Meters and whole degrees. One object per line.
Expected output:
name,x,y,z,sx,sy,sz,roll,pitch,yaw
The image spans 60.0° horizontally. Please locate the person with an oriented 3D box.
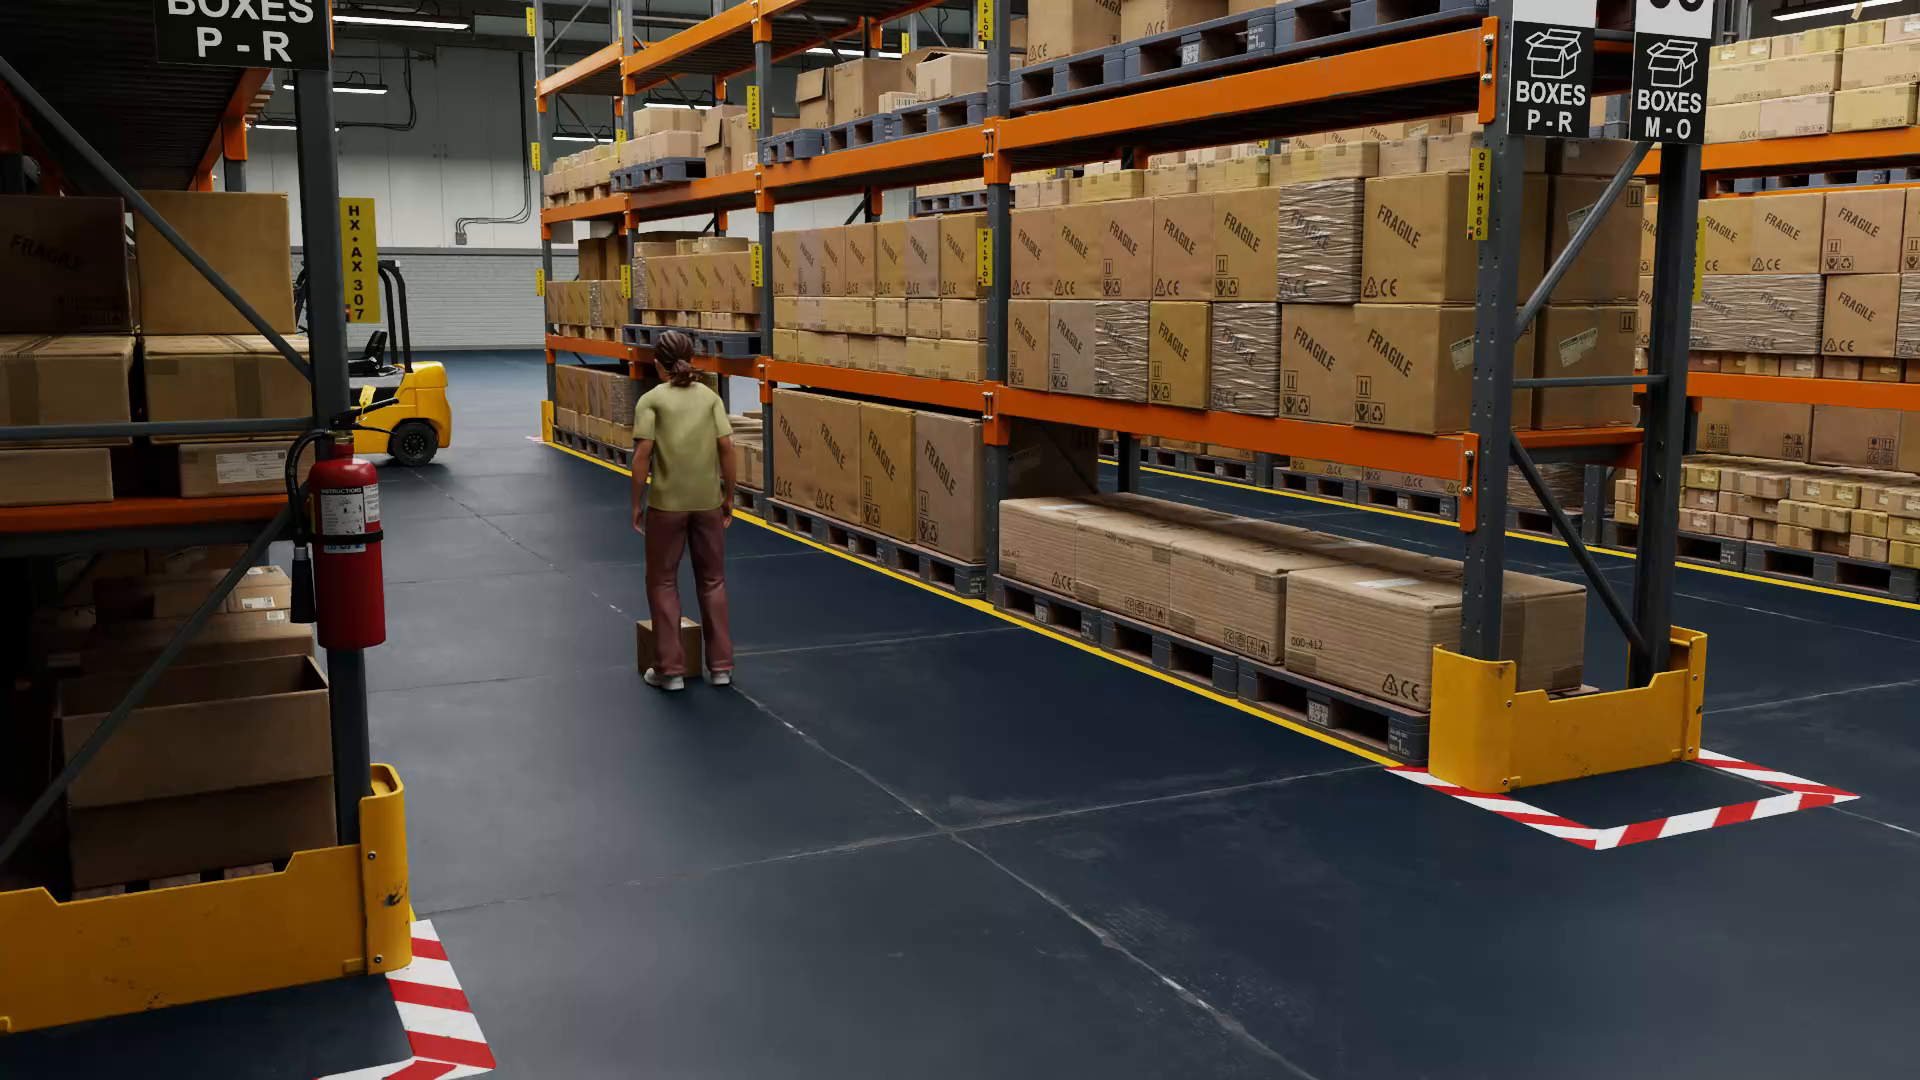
person,-1.297,-0.141,7.784,0.499,1.673,0.357,-4,10,-25
